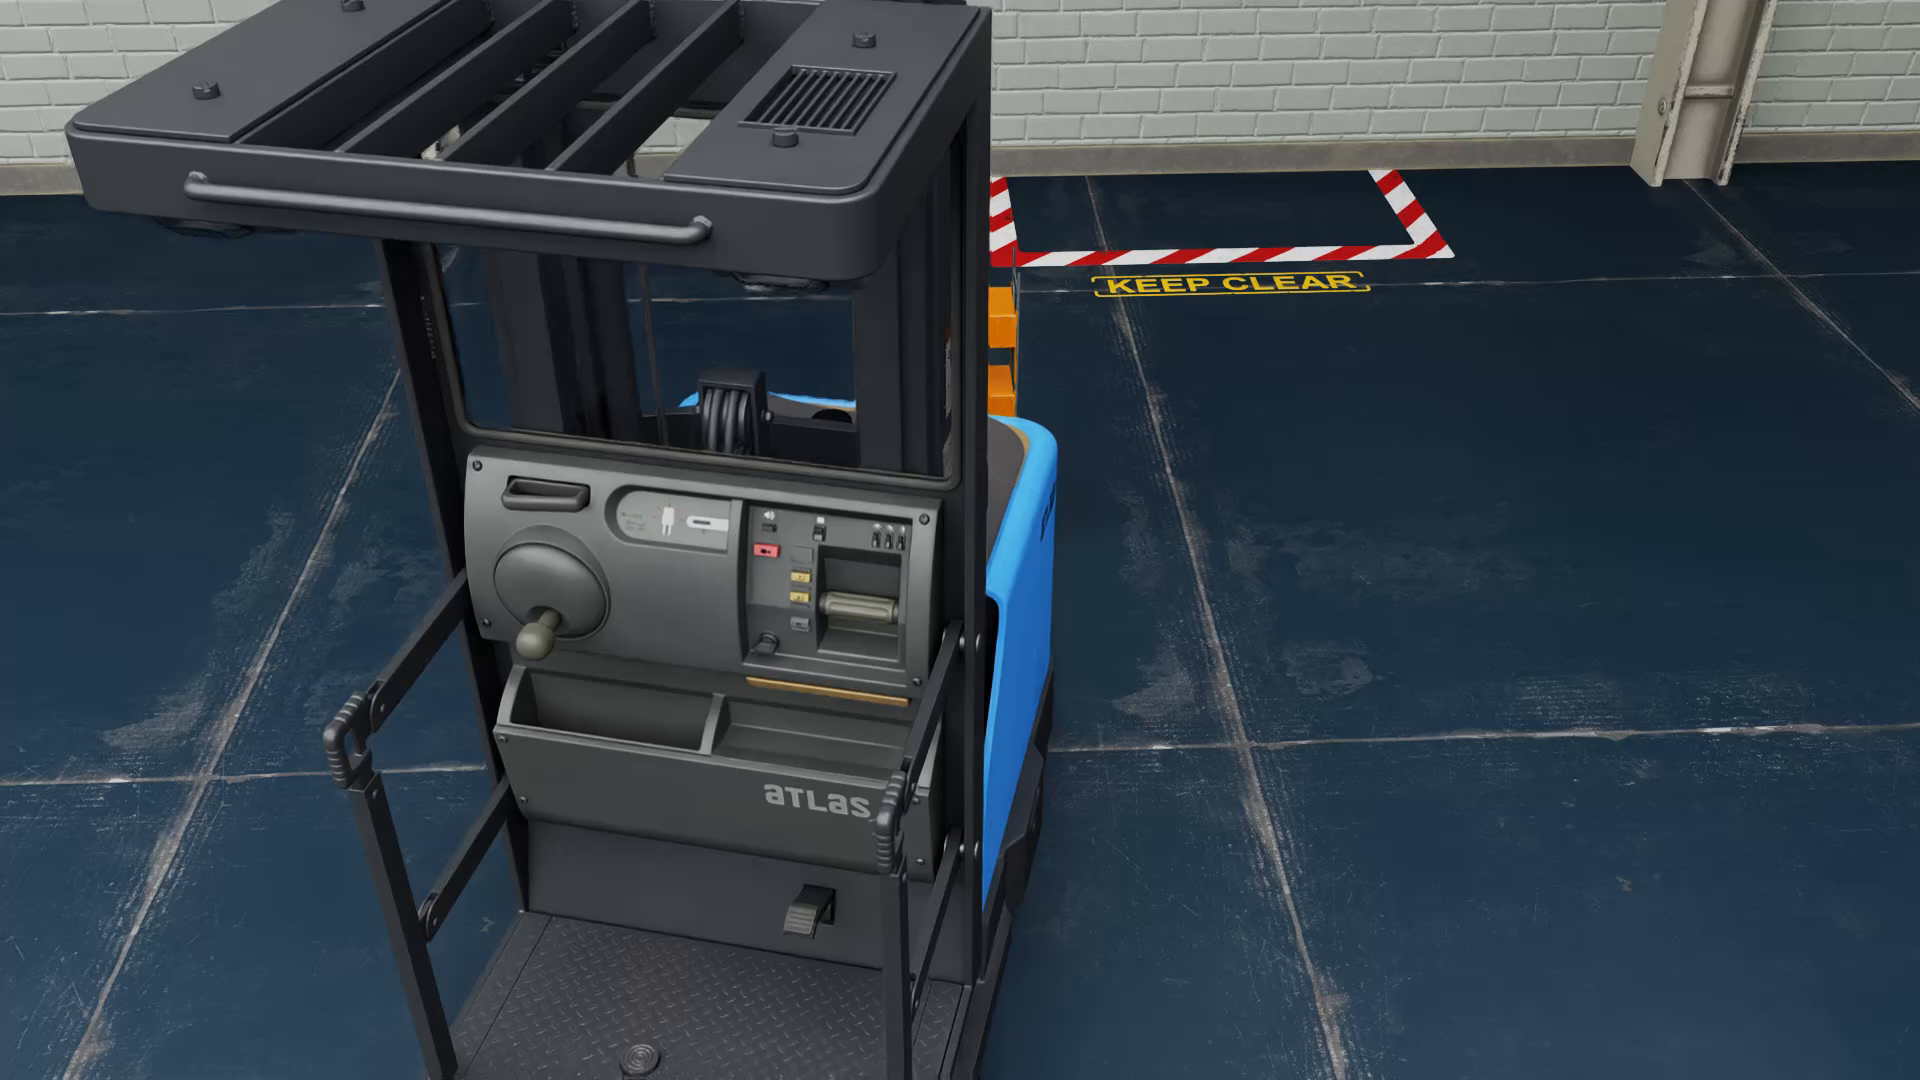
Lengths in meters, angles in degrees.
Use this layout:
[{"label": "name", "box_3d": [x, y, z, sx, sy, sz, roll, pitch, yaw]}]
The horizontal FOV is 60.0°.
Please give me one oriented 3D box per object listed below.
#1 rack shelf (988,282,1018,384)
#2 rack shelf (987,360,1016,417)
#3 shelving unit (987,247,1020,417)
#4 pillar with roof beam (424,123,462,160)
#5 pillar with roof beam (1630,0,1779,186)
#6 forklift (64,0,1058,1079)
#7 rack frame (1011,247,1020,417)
[{"label": "rack shelf", "box_3d": [0.053, -0.658, 5.298, 0.240, 0.259, 0.215, -2, 35, -2]}, {"label": "rack shelf", "box_3d": [0.053, -0.424, 5.459, 0.240, 0.259, 0.215, -2, 35, -2]}, {"label": "shelving unit", "box_3d": [0.053, -0.433, 5.453, 0.252, 1.050, 0.215, -2, 35, -2]}, {"label": "pillar with roof beam", "box_3d": [-2.151, -2.950, 2.105, 0.400, 9.000, 9.100, -2, 35, -2]}, {"label": "pillar with roof beam", "box_3d": [3.842, -3.112, 2.339, 0.400, 9.000, 9.100, -2, 35, -2]}, {"label": "forklift", "box_3d": [-0.543, 0.128, 2.989, 1.130, 2.935, 3.031, 7, 35, 10]}, {"label": "rack frame", "box_3d": [0.175, -0.436, 5.458, 0.008, 1.050, 0.200, -2, 35, -2]}]
